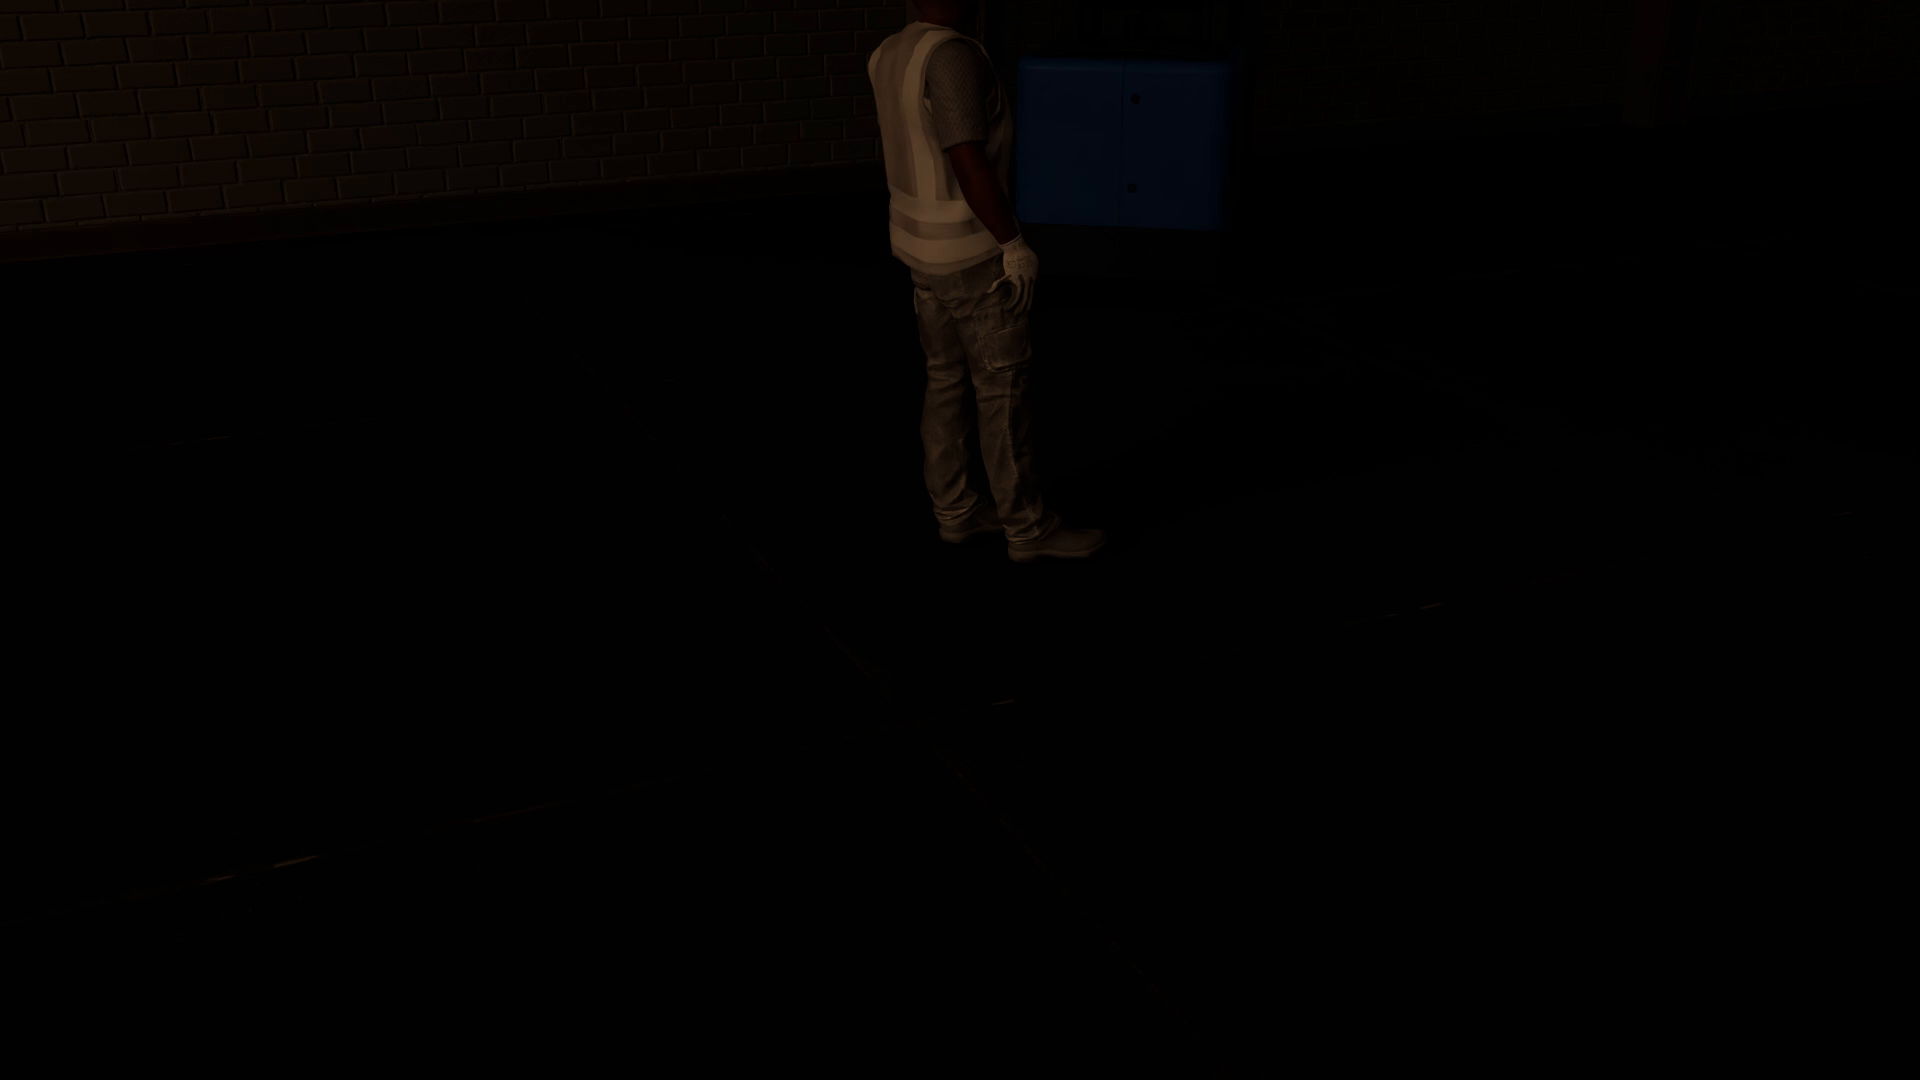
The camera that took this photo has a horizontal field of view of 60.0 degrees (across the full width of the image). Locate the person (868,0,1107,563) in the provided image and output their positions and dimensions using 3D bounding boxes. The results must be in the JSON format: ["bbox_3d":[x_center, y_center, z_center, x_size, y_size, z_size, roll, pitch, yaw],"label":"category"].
[{"bbox_3d":[0.069,-0.839,4.783,0.575,1.785,0.657,-10,25,-23],"label":"person"}]

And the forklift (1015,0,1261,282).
[{"bbox_3d":[1.065,-3.104,8.757,1.130,2.935,3.031,5,23,11],"label":"forklift"}]
